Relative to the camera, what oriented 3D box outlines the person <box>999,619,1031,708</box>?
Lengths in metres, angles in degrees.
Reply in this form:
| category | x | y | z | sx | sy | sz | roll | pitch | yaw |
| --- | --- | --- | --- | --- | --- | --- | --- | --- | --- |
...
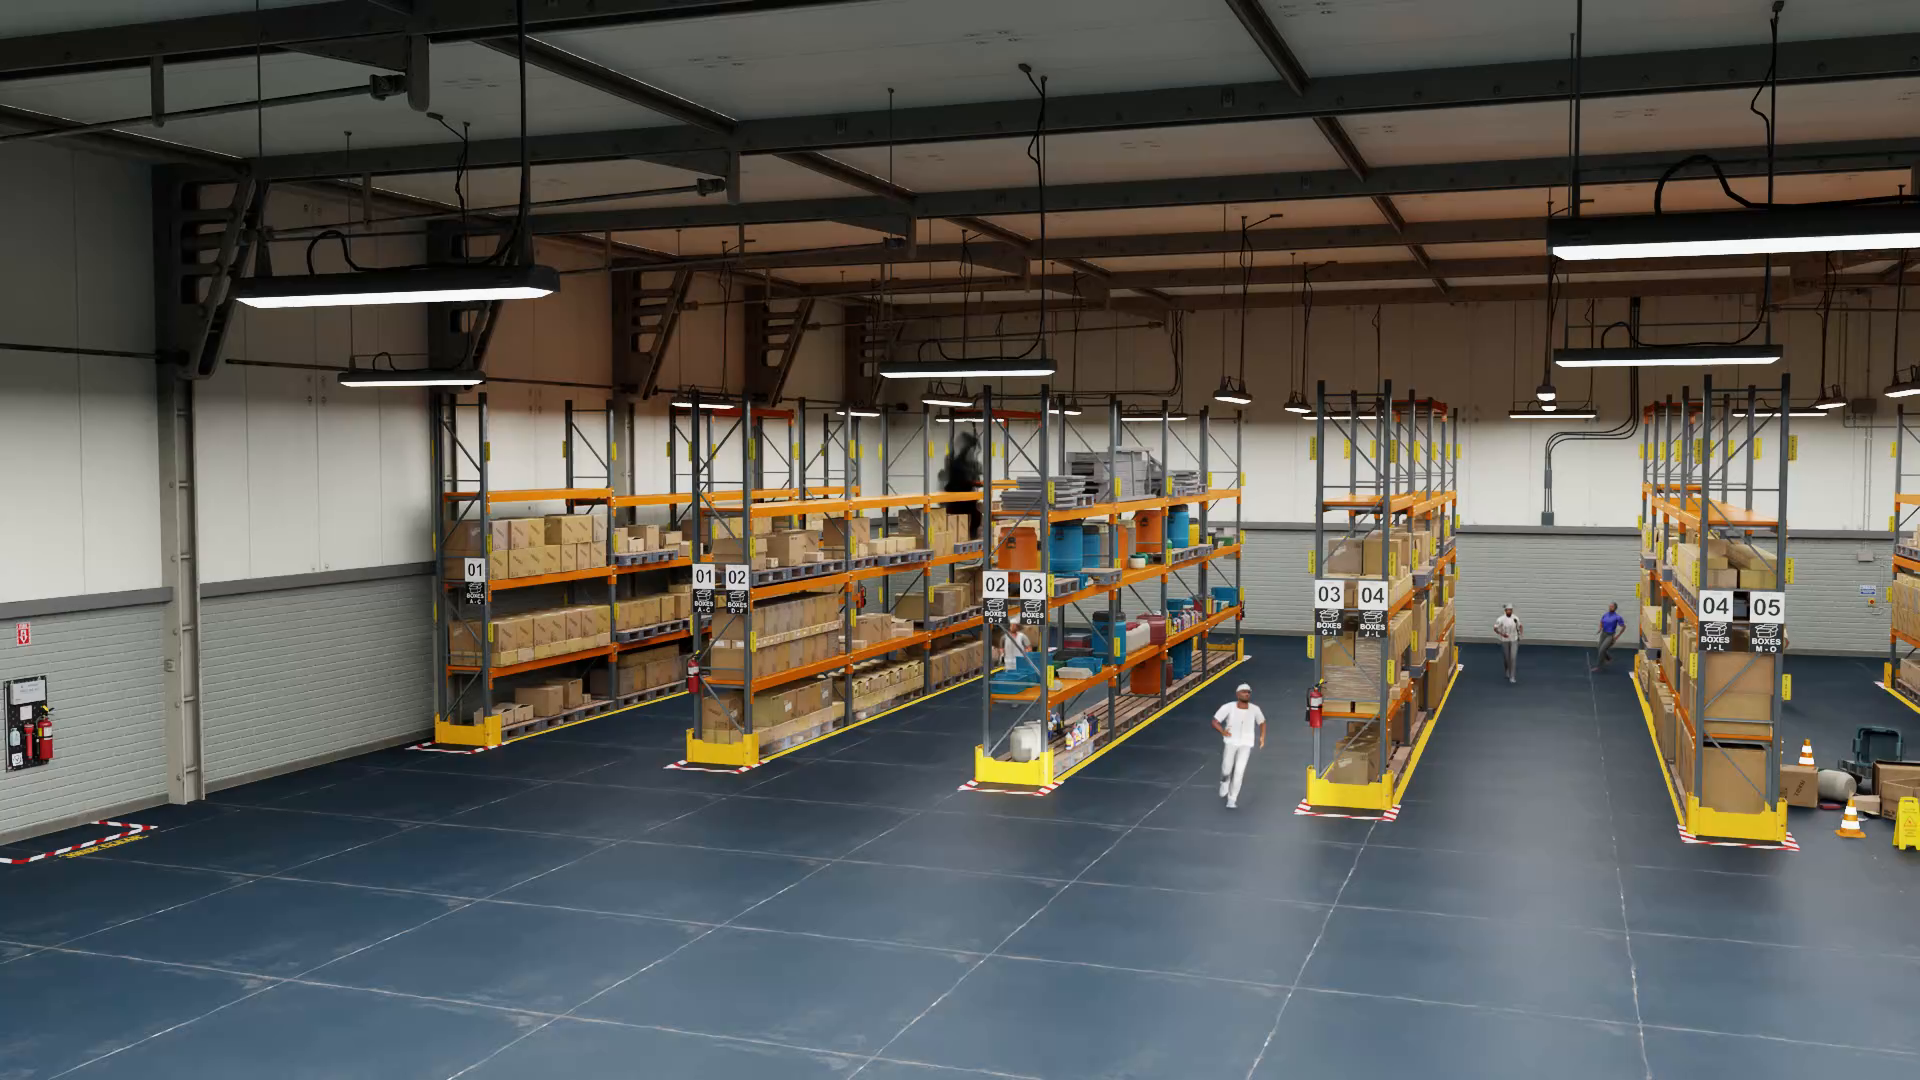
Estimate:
| category | x | y | z | sx | sy | sz | roll | pitch | yaw |
| --- | --- | --- | --- | --- | --- | --- | --- | --- | --- |
| person | 1.056 | 2.404 | 32.404 | 0.636 | 1.740 | 0.586 | 1 | 3 | 13 |

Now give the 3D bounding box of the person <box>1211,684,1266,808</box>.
| category | x | y | z | sx | sy | sz | roll | pitch | yaw |
| --- | --- | --- | --- | --- | --- | --- | --- | --- | --- |
| person | 3.943 | 2.894 | 23.467 | 0.781 | 1.694 | 0.731 | 0 | 3 | 6 |

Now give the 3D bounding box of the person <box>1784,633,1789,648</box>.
| category | x | y | z | sx | sy | sz | roll | pitch | yaw |
| --- | --- | --- | --- | --- | --- | --- | --- | --- | --- |
| person | 16.620 | 2.371 | 34.039 | 0.588 | 1.634 | 0.780 | 1 | 3 | 12 |

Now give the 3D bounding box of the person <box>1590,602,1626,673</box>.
| category | x | y | z | sx | sy | sz | roll | pitch | yaw |
| --- | --- | --- | --- | --- | --- | --- | --- | --- | --- |
| person | 14.708 | 2.207 | 37.617 | 0.753 | 1.585 | 0.632 | -2 | 4 | -31 |

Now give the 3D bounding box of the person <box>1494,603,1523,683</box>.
| category | x | y | z | sx | sy | sz | roll | pitch | yaw |
| --- | --- | --- | --- | --- | --- | --- | --- | --- | --- |
| person | 11.981 | 2.242 | 36.315 | 0.625 | 1.725 | 0.814 | 1 | 3 | 9 |
